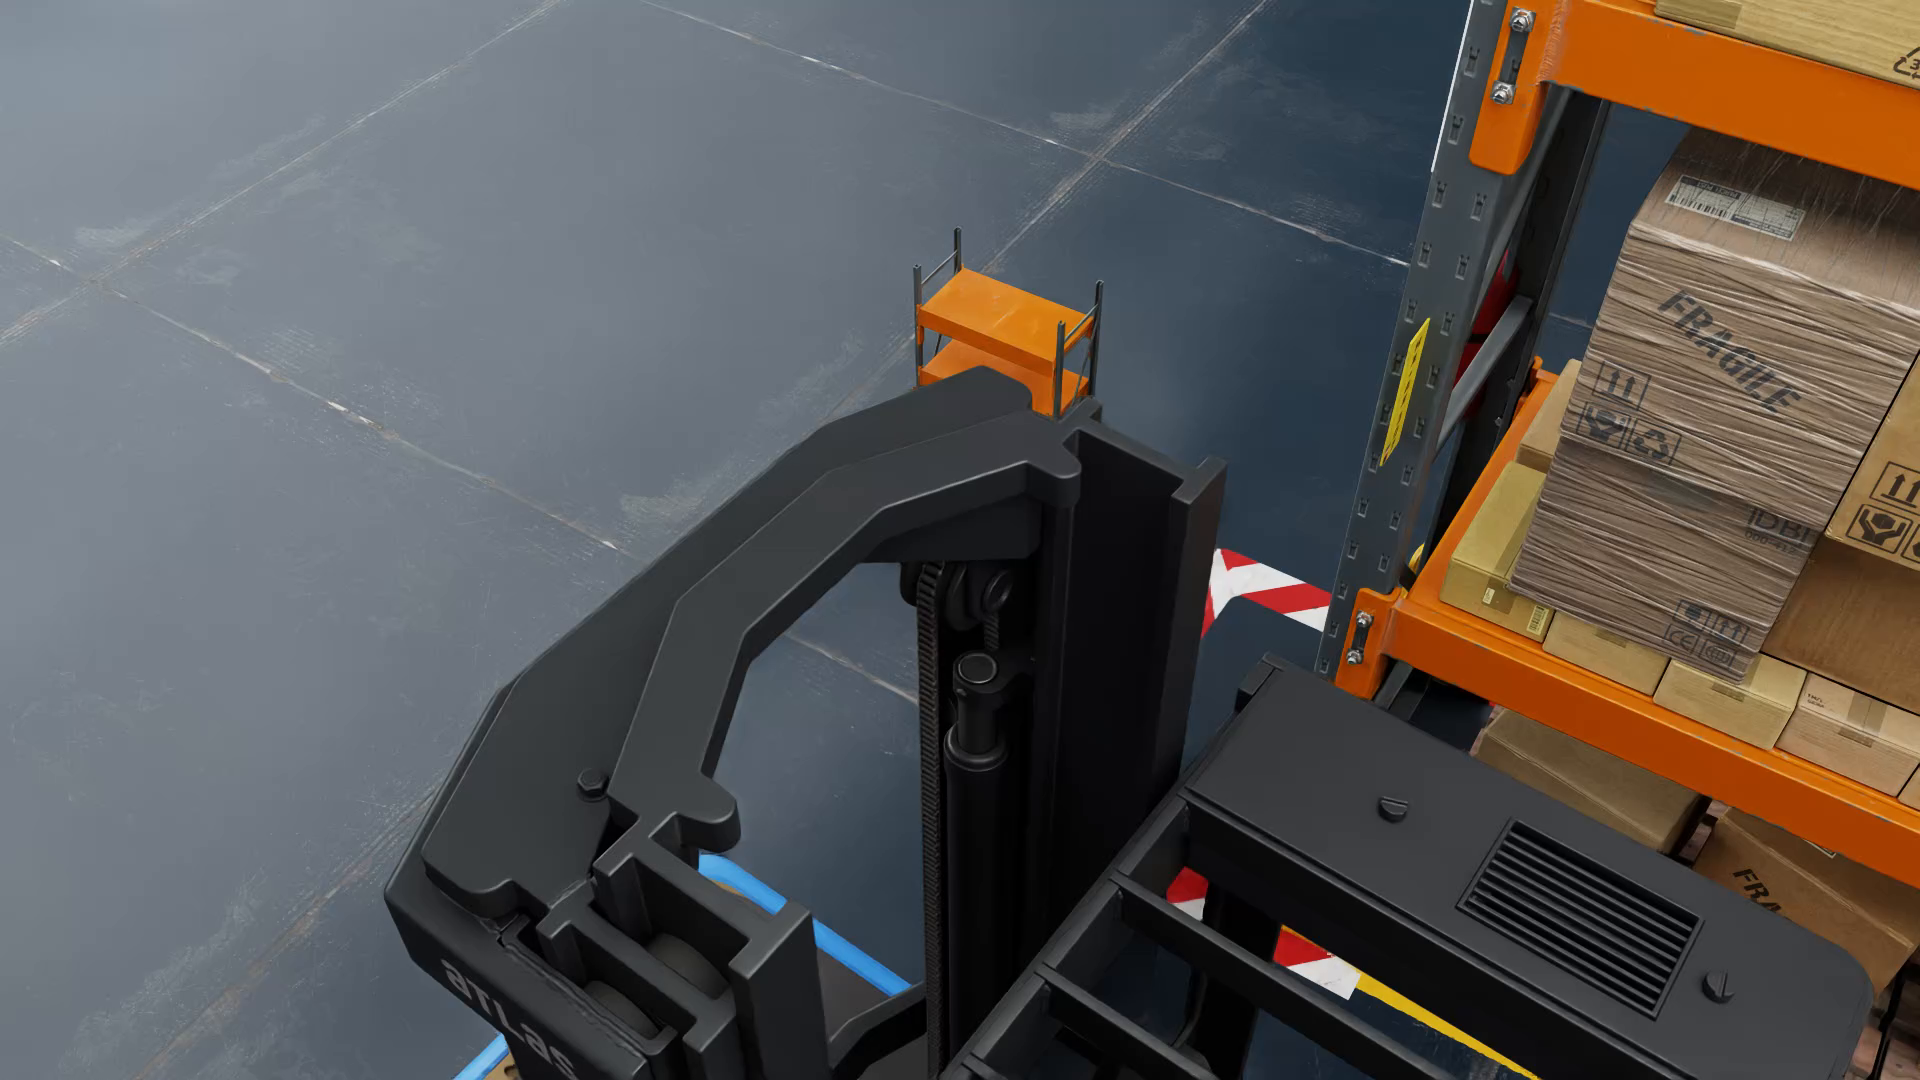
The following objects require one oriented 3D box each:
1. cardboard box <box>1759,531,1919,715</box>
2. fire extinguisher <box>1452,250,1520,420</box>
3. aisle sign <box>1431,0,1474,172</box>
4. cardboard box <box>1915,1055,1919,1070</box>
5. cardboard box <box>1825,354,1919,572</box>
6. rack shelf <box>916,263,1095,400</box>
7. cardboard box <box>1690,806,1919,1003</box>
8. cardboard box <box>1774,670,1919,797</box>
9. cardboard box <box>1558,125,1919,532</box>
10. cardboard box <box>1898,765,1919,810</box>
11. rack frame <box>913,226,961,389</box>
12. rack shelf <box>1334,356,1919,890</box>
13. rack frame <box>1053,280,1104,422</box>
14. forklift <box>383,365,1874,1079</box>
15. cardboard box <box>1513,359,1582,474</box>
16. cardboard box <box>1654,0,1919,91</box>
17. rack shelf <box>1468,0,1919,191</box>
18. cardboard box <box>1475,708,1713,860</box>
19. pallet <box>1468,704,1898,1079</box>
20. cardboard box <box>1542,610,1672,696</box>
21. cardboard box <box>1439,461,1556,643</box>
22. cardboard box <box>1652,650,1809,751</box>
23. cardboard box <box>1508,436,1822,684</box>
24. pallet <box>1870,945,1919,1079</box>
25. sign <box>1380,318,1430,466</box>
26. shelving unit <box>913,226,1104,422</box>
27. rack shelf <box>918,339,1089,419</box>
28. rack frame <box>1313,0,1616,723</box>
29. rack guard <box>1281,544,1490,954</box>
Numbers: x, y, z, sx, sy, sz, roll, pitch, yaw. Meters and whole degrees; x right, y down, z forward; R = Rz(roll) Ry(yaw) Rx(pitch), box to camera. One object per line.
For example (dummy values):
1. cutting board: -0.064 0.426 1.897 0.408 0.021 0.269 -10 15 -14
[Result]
1. cardboard box: 2.120 -0.108 3.486 0.500 0.500 0.875 25 51 22
2. fire extinguisher: 1.339 -0.616 4.311 0.183 0.674 0.296 25 51 22
3. aisle sign: 0.972 -1.069 2.885 0.004 0.787 0.394 25 51 22
4. cardboard box: 2.741 1.121 4.019 0.500 0.500 0.500 29 53 25
5. cardboard box: 1.919 -0.232 2.909 0.500 0.500 0.500 25 51 22
6. rack shelf: 0.139 -0.628 4.976 0.480 0.148 0.258 25 51 22
7. cardboard box: 2.225 0.867 4.266 0.500 0.500 0.500 -33 54 -28
8. cardboard box: 1.922 0.320 3.523 0.250 0.149 0.380 25 51 22
9. cardboard box: 1.502 -0.430 3.102 0.500 0.500 0.500 25 51 22
10. cardboard box: 2.128 0.421 3.424 0.250 0.149 0.380 25 51 22
11. rack frame: -0.066 -0.449 5.349 0.015 1.200 0.240 25 51 22
12. rack shelf: 2.870 0.705 3.475 4.000 0.370 1.077 25 51 22
13. rack frame: 0.345 -0.260 5.166 0.015 1.200 0.240 25 51 22
14. forklift: 0.321 1.298 2.445 3.031 2.935 1.130 28 52 25
15. cardboard box: 1.538 -0.247 4.074 0.250 0.149 0.380 25 51 22
16. cardboard box: 1.452 -0.971 2.615 0.500 0.250 0.500 26 51 23
17. rack shelf: 2.870 -0.341 2.399 4.000 0.370 1.077 25 51 22
18. cardboard box: 1.703 0.656 4.471 0.500 0.500 0.500 34 55 29
19. pallet: 1.915 1.017 4.615 1.213 0.211 1.003 25 51 22
20. cardboard box: 1.498 0.130 3.707 0.250 0.149 0.380 25 51 22
21. cardboard box: 1.298 0.022 3.813 0.250 0.149 0.380 25 51 22
22. cardboard box: 1.700 0.236 3.604 0.250 0.149 0.380 25 51 22
23. cardboard box: 1.635 -0.229 3.604 0.500 0.500 0.875 25 51 22
24. pallet: 2.938 1.490 4.155 1.213 0.211 1.003 25 51 22
25. sign: 0.894 -0.294 3.341 0.005 0.325 0.100 25 51 22
26. shelving unit: 0.139 -0.354 5.257 0.503 1.200 0.258 25 51 22
27. rack shelf: 0.139 -0.463 5.145 0.480 0.148 0.258 25 51 22
28. rack frame: 1.186 -0.320 3.970 0.127 3.000 1.000 25 51 22
29. rack guard: 1.250 0.580 4.838 0.348 0.500 1.175 25 51 22
